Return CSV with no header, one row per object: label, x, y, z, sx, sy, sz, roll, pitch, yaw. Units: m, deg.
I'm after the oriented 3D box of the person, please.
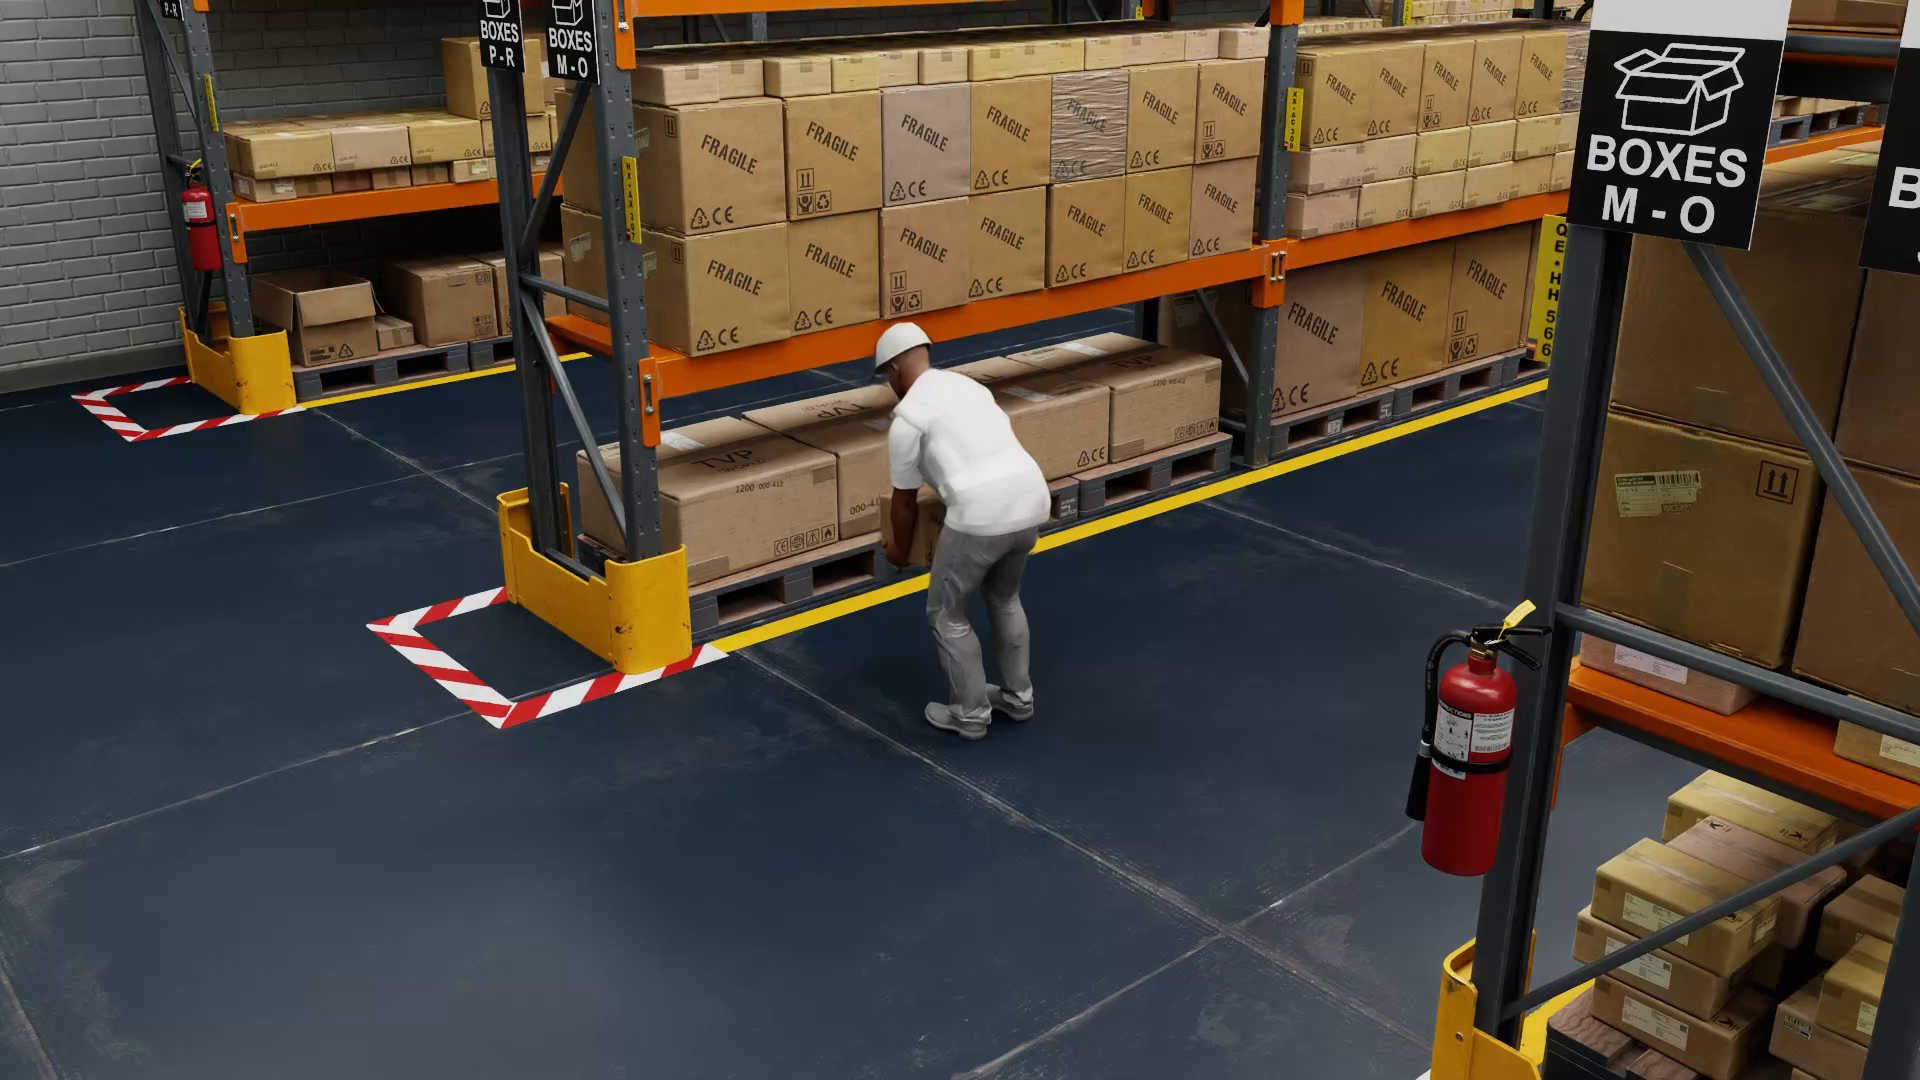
person,-0.034,-0.046,6.481,0.488,1.542,0.803,-18,27,-39
